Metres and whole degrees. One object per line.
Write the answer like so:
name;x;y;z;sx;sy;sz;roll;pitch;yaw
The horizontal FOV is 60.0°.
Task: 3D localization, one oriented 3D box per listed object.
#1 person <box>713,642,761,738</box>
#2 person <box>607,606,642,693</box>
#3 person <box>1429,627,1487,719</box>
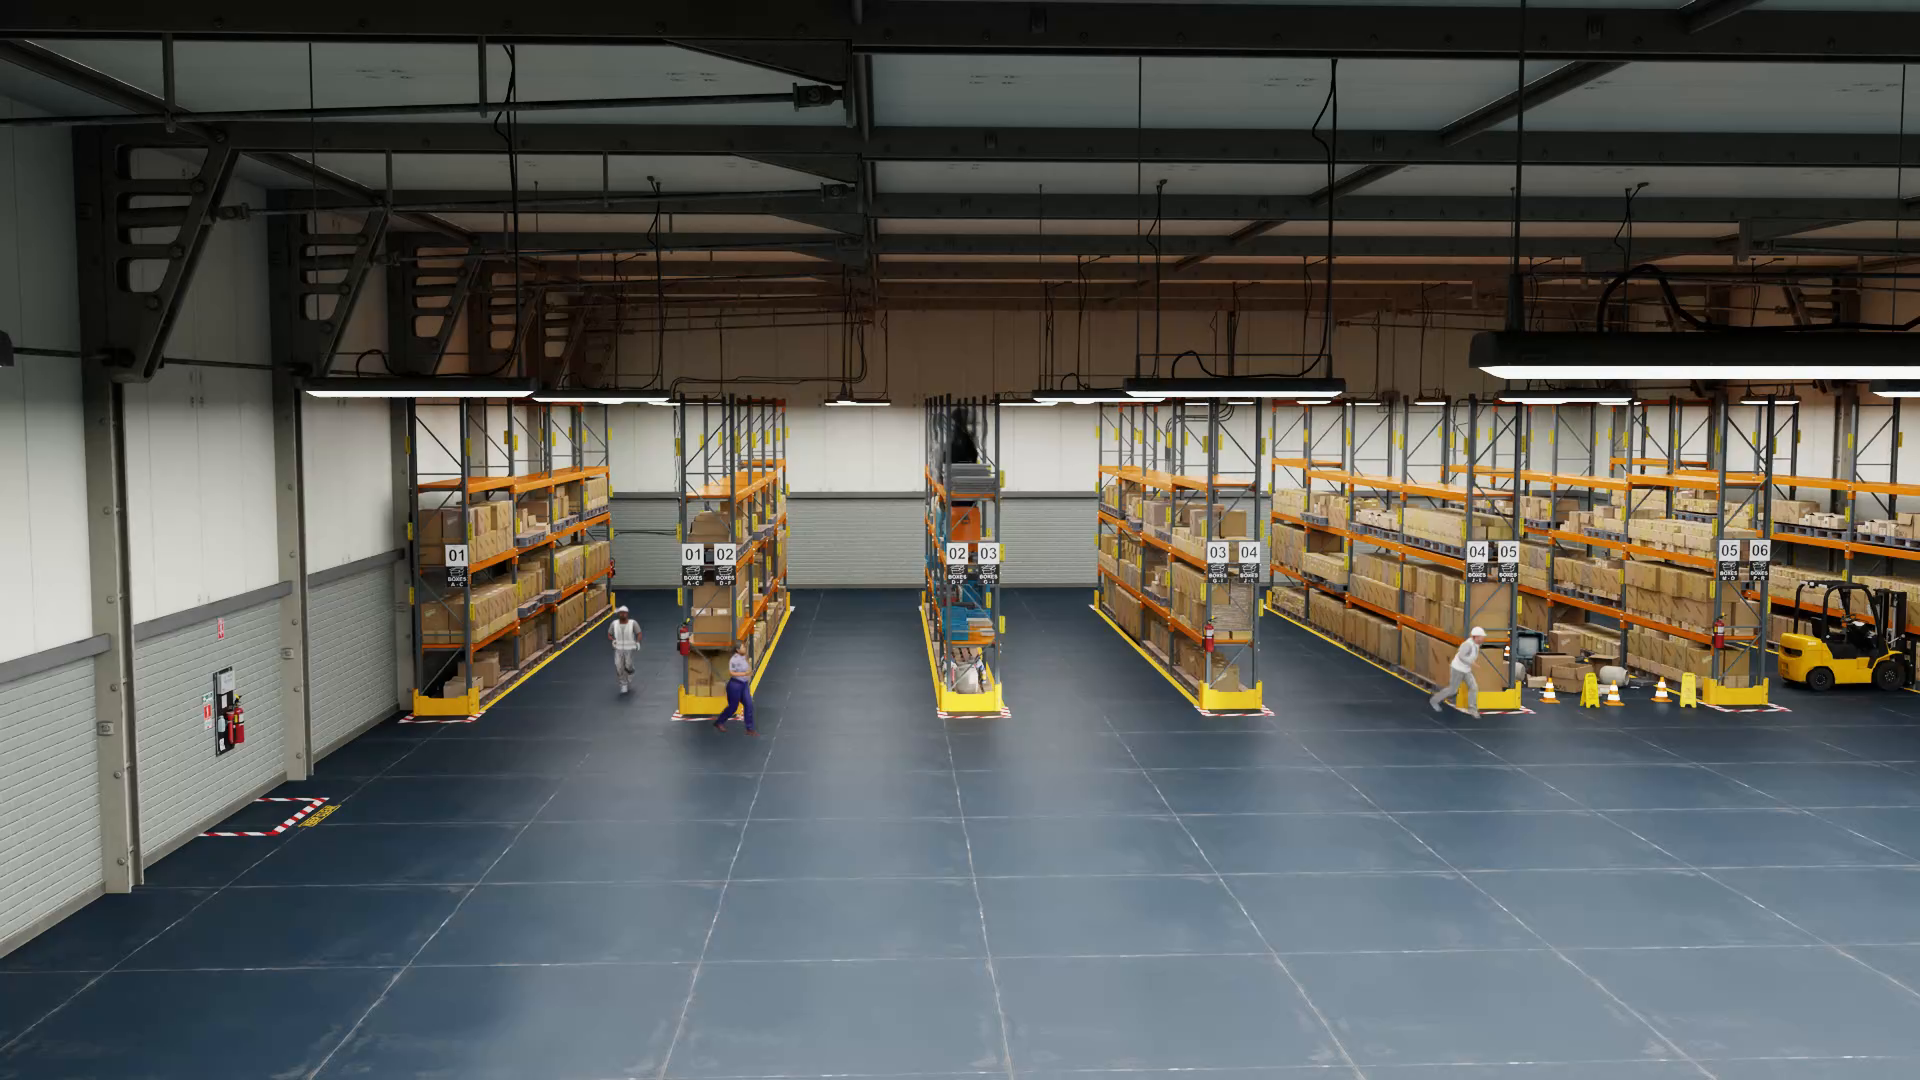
person;-3.914;2.619;28.998;0.864;1.676;0.557;1;5;17
person;-6.795;2.205;33.639;0.685;1.737;0.603;0;5;-4
person;9.271;2.452;30.941;1.048;1.728;0.699;3;5;31
